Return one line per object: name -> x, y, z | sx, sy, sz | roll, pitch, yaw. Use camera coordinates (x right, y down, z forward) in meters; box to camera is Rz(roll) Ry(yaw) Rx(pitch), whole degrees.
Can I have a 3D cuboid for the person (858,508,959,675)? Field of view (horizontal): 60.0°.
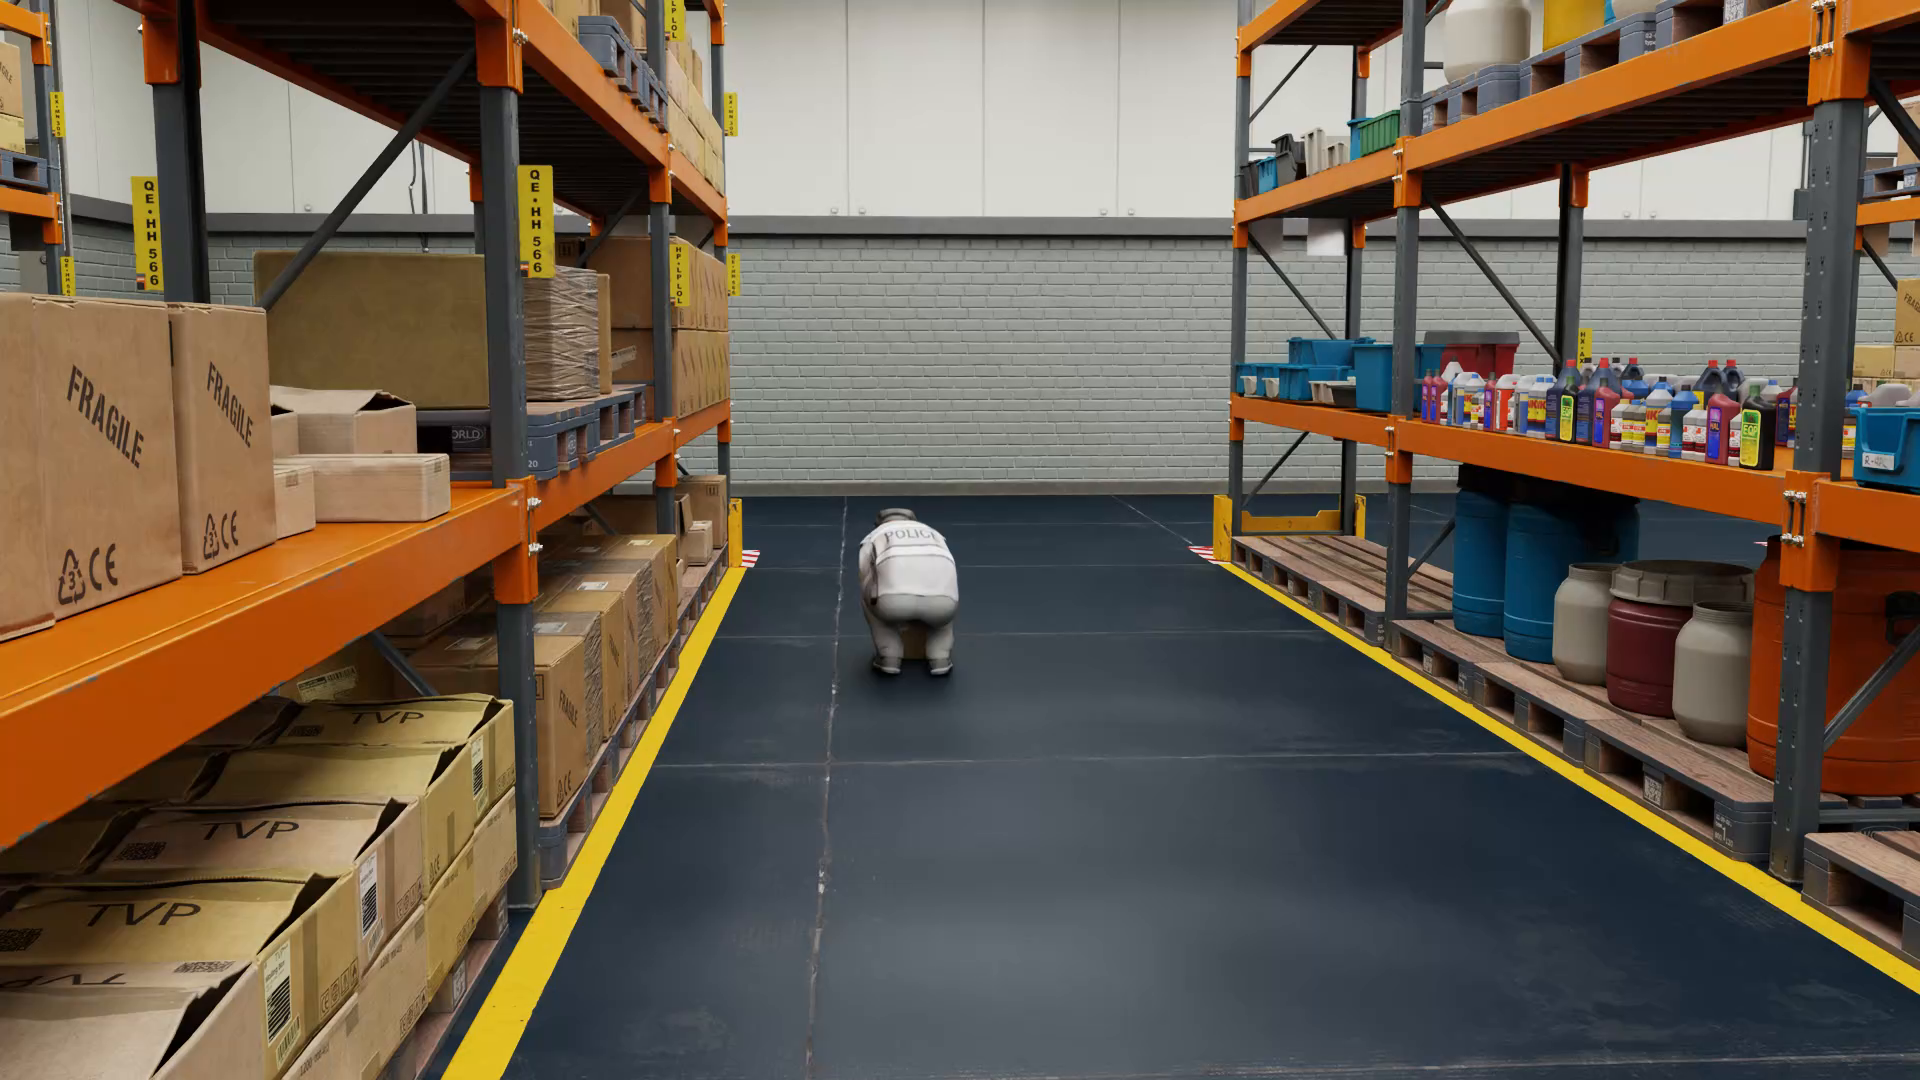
person -> -0.275, 0.304, 8.903 | 0.539, 0.886, 0.996 | -1, 7, -5
